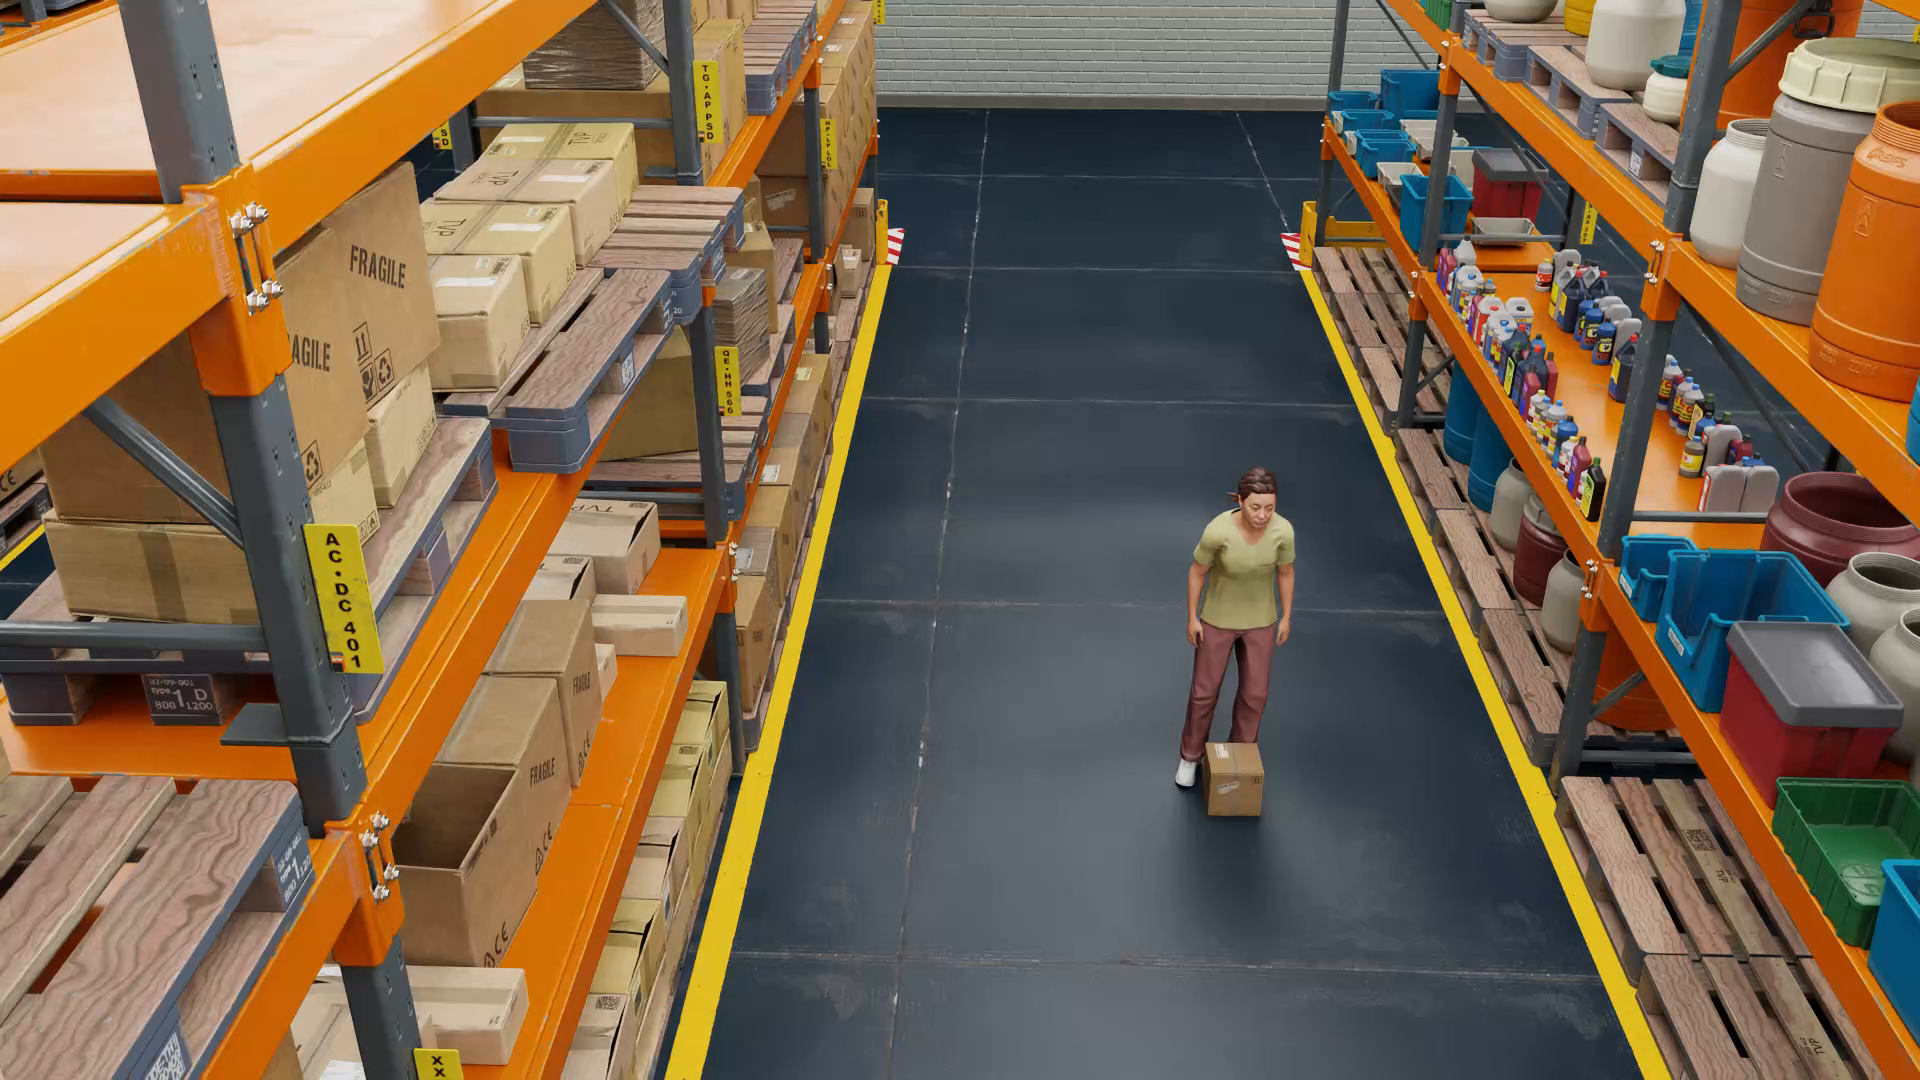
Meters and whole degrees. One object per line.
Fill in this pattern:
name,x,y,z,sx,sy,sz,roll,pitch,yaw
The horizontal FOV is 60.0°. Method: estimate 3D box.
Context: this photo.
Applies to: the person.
person,1.316,0.417,7.842,0.521,1.672,0.413,-1,28,-1
